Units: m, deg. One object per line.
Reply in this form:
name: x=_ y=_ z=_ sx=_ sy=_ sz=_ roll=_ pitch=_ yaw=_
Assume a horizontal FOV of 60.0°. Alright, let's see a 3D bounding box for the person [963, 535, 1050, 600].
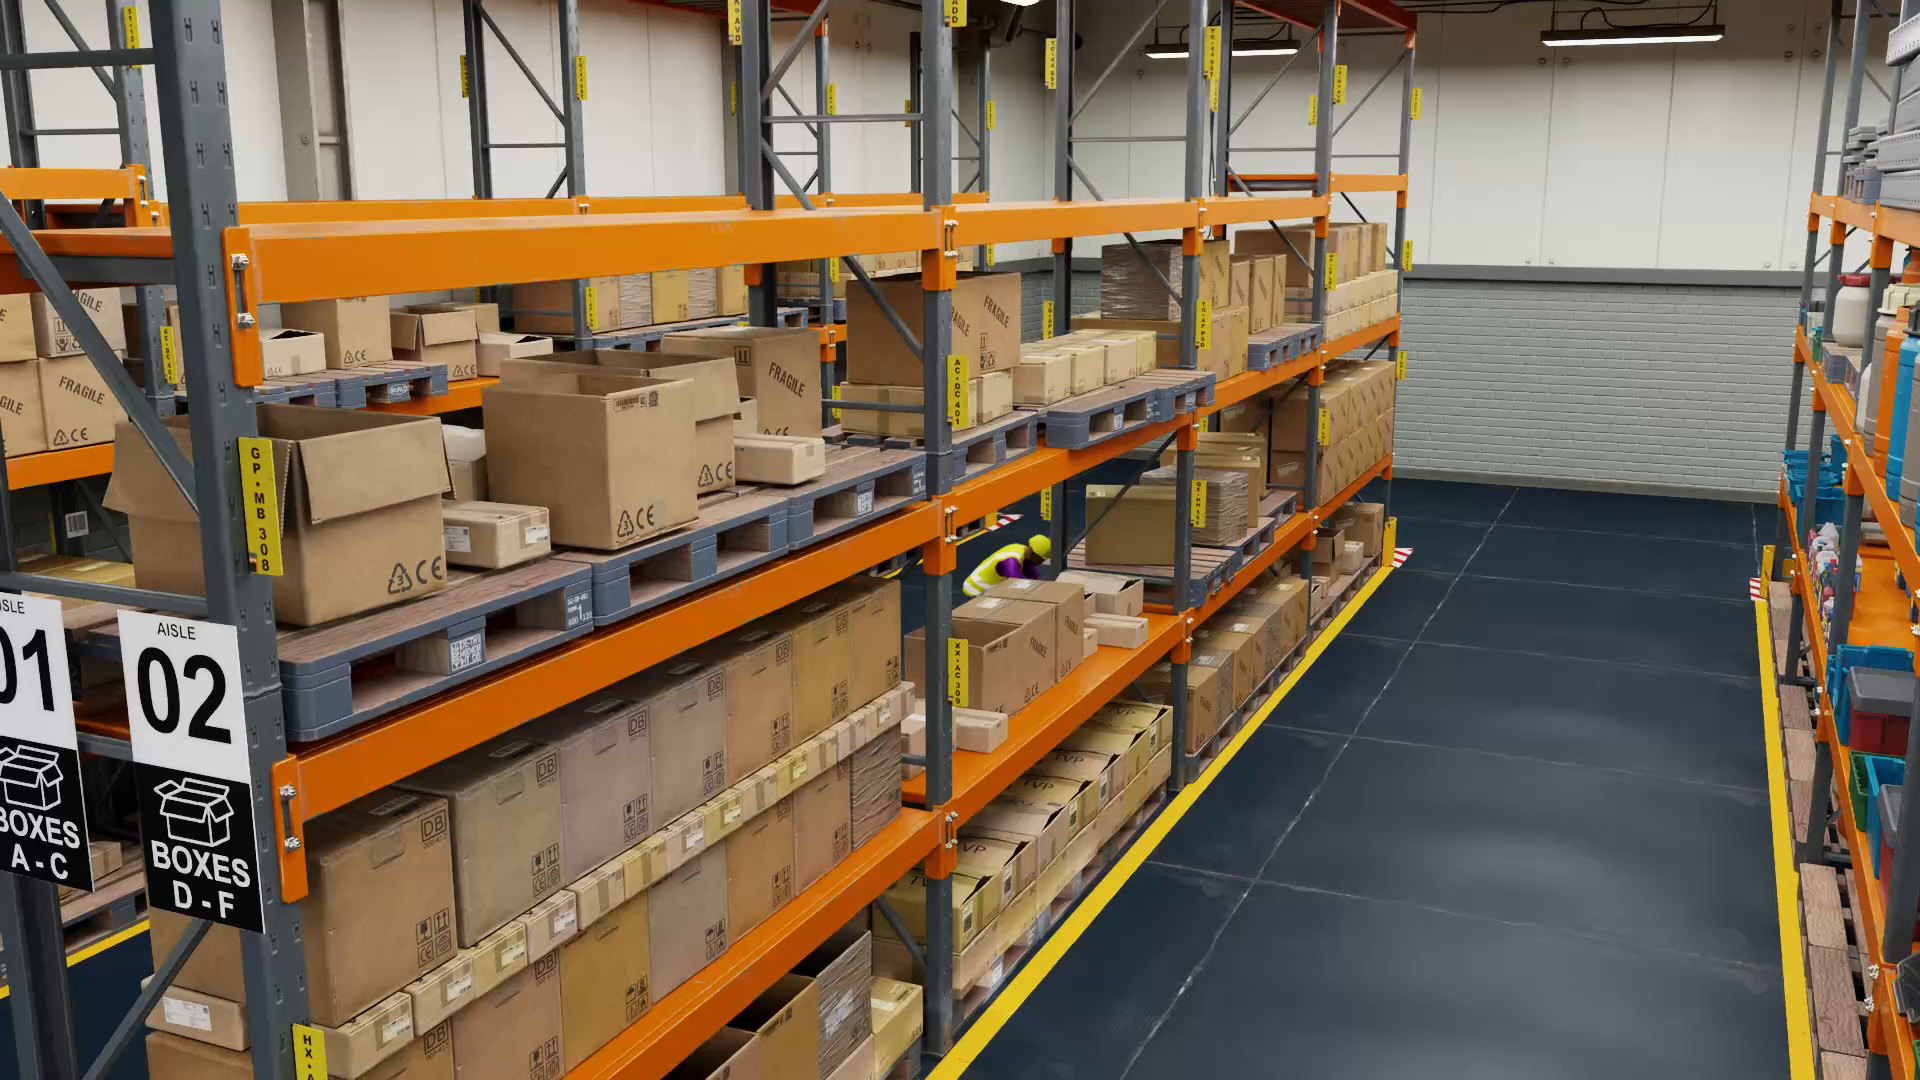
person: x=0.489 y=0.425 z=15.782 sx=0.888 sy=0.996 sz=0.586 roll=5 pitch=13 yaw=24
